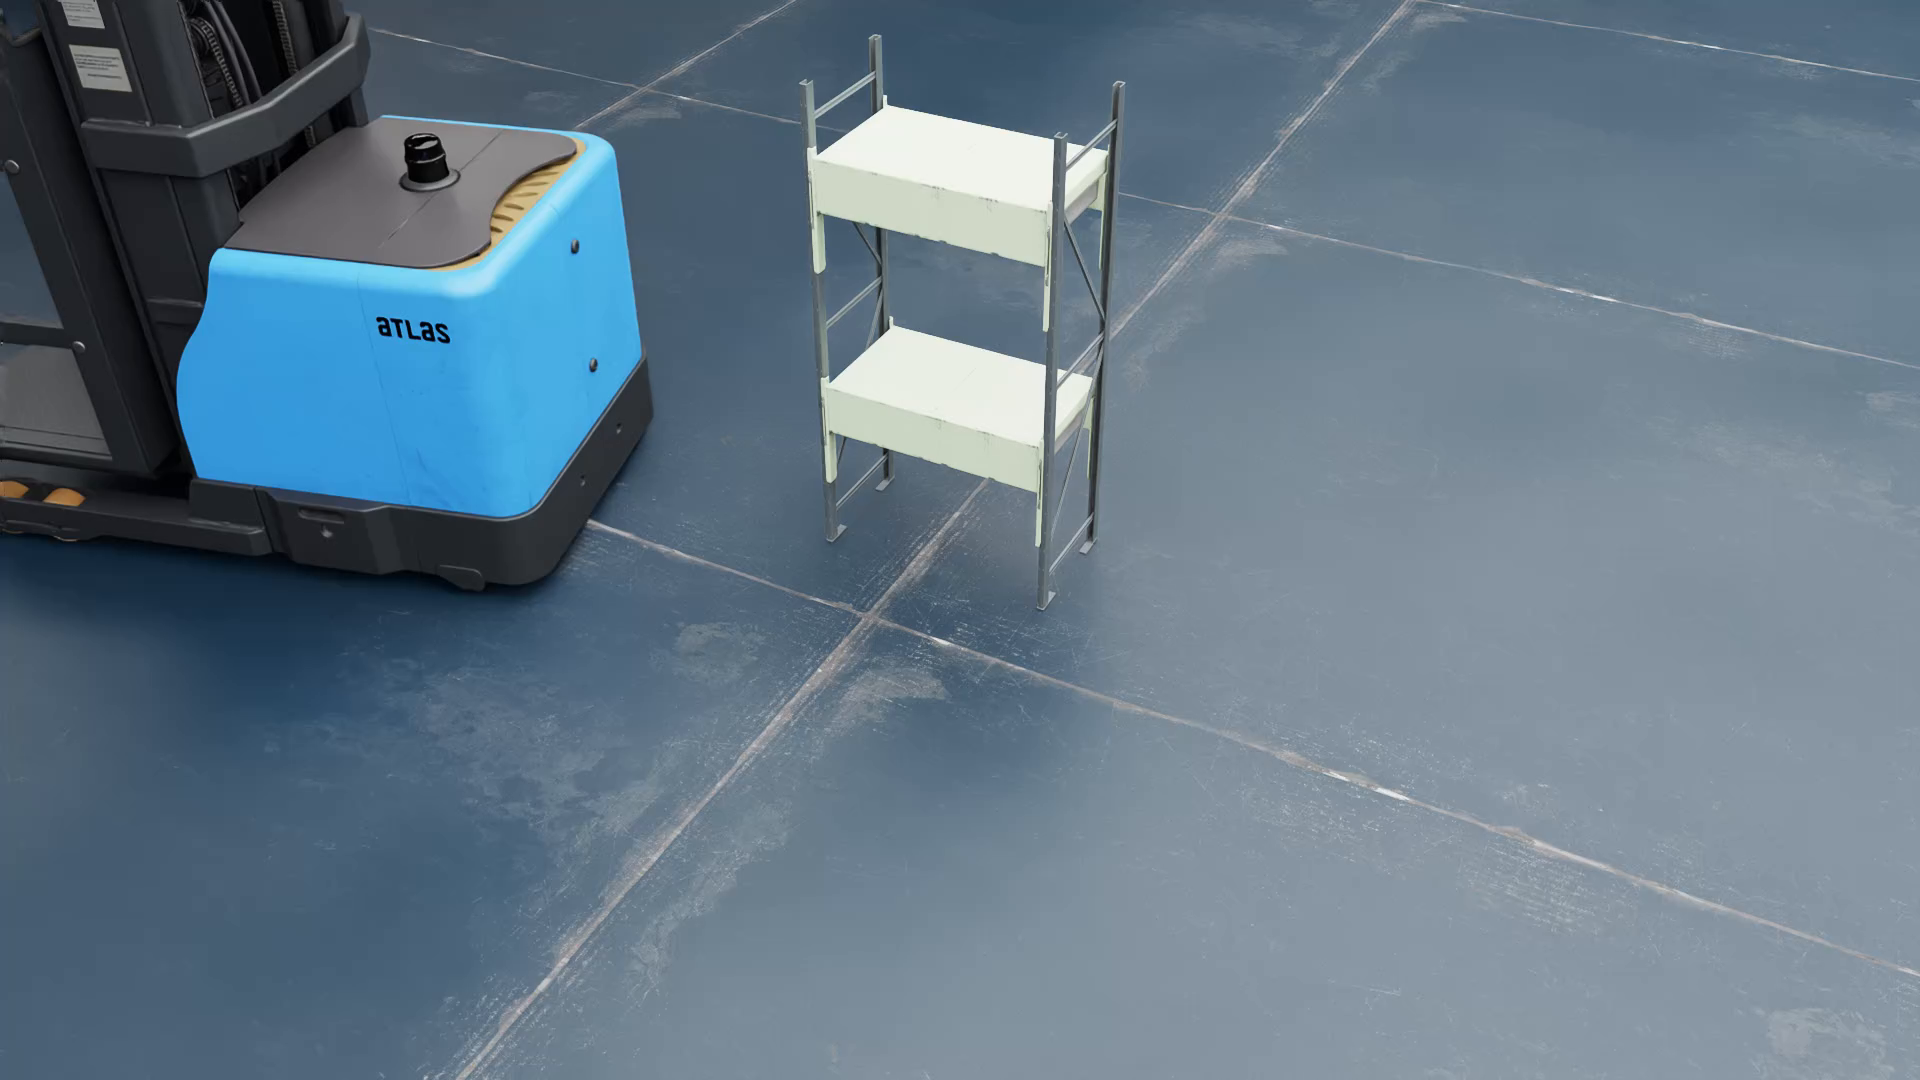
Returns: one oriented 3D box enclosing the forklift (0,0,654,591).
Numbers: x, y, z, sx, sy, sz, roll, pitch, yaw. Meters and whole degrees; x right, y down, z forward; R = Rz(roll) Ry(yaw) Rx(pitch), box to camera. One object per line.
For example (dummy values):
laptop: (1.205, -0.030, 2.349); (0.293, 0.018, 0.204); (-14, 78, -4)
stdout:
forklift: (-2.618, -1.466, 4.757); (3.031, 2.935, 1.130); (7, 38, 10)

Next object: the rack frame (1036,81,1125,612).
rack frame: (0.331, -0.494, 4.660); (0.023, 1.500, 0.400); (17, 41, 21)

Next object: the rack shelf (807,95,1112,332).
rack shelf: (0.006, -0.906, 4.558); (0.720, 0.370, 0.431); (17, 41, 21)

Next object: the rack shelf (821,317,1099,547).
rack shelf: (0.006, -0.336, 4.991); (0.720, 0.370, 0.431); (17, 41, 21)

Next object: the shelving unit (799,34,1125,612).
shelving unit: (0.006, -0.596, 4.794); (0.755, 1.500, 0.431); (17, 41, 21)

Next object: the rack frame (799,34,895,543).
rack frame: (-0.319, -0.697, 4.928); (0.023, 1.500, 0.400); (17, 41, 21)
